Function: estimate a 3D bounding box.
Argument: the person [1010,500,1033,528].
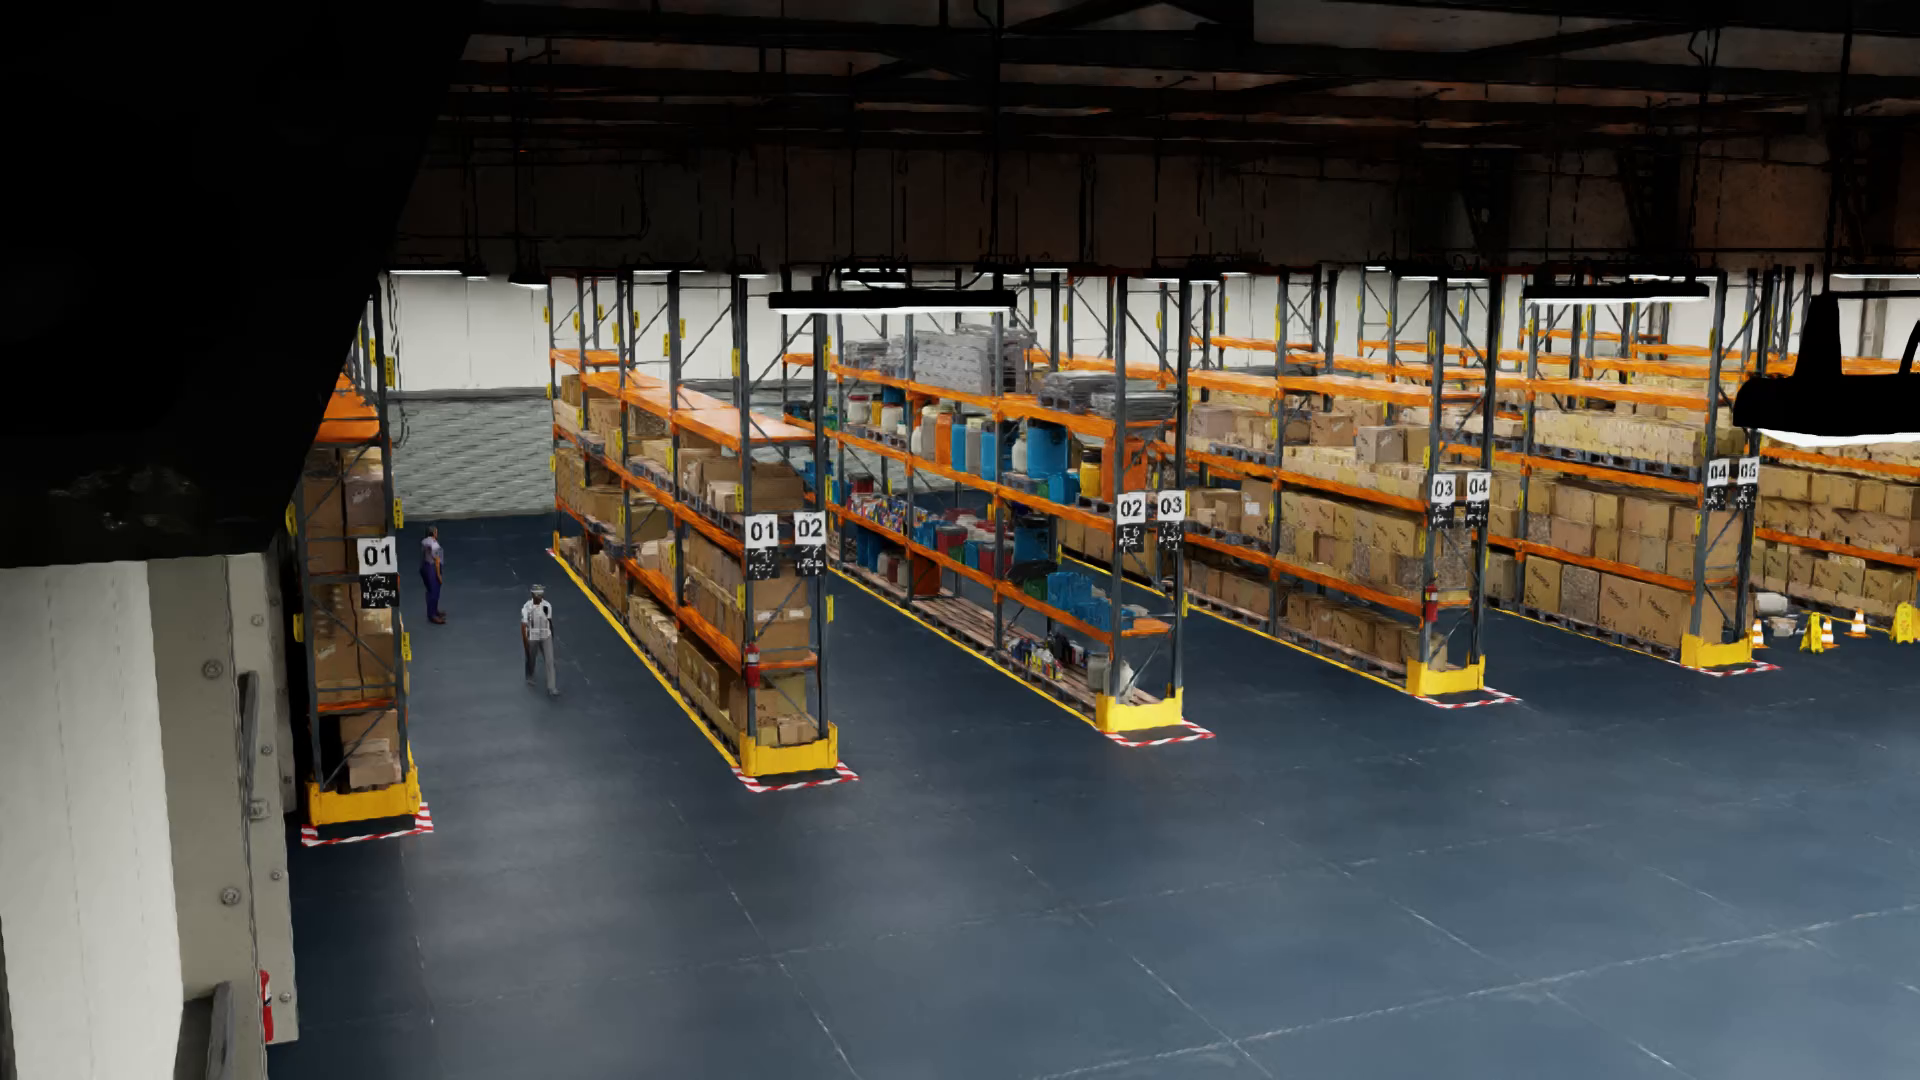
[{"bbox_3d":[1.295,-0.442,34.526,0.449,1.573,1.091,-3,10,-16],"label":"person"}]

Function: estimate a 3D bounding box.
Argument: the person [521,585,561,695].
[{"bbox_3d":[-6.071,1.401,23.923,0.455,1.588,1.089,-4,11,-24],"label":"person"}]

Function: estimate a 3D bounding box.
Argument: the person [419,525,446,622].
[{"bbox_3d":[-9.043,0.555,28.640,0.445,1.657,0.578,-8,13,-40],"label":"person"}]

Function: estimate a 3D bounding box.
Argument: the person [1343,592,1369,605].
[{"bbox_3d":[7.227,0.389,29.822,0.625,1.611,0.582,-4,11,-23],"label":"person"}]
